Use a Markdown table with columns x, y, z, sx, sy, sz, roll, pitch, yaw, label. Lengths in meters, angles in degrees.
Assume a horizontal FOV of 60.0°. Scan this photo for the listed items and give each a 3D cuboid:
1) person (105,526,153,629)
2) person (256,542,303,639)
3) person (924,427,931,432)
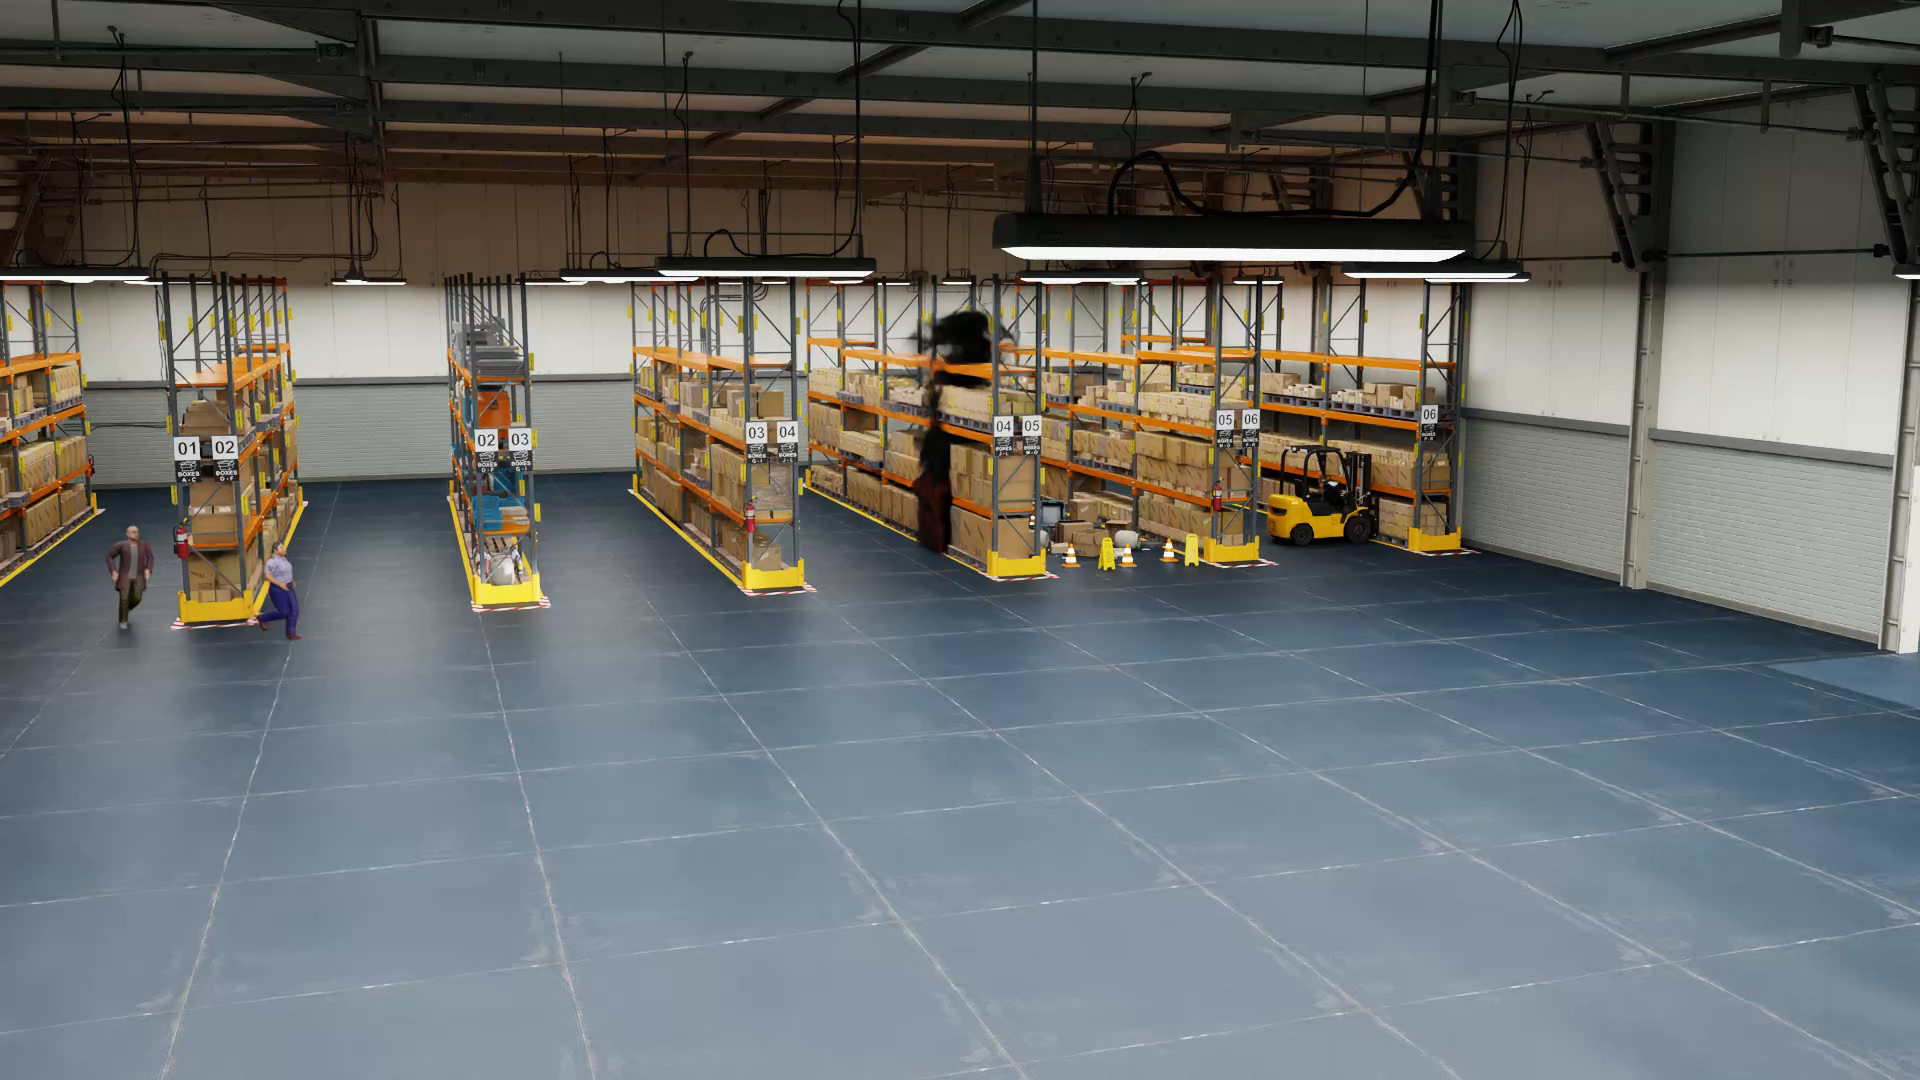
| x | y | z | sx | sy | sz | roll | pitch | yaw | label |
| --- | --- | --- | --- | --- | --- | --- | --- | --- | --- |
| -14.155 | 0.627 | 28.408 | 0.759 | 1.738 | 0.612 | -6 | 11 | -37 | person |
| -11.204 | 0.829 | 27.356 | 0.715 | 1.623 | 0.615 | 1 | 9 | 6 | person |
| -1.034 | -2.761 | 50.931 | 0.530 | 1.617 | 0.580 | -4 | 9 | -23 | person |
